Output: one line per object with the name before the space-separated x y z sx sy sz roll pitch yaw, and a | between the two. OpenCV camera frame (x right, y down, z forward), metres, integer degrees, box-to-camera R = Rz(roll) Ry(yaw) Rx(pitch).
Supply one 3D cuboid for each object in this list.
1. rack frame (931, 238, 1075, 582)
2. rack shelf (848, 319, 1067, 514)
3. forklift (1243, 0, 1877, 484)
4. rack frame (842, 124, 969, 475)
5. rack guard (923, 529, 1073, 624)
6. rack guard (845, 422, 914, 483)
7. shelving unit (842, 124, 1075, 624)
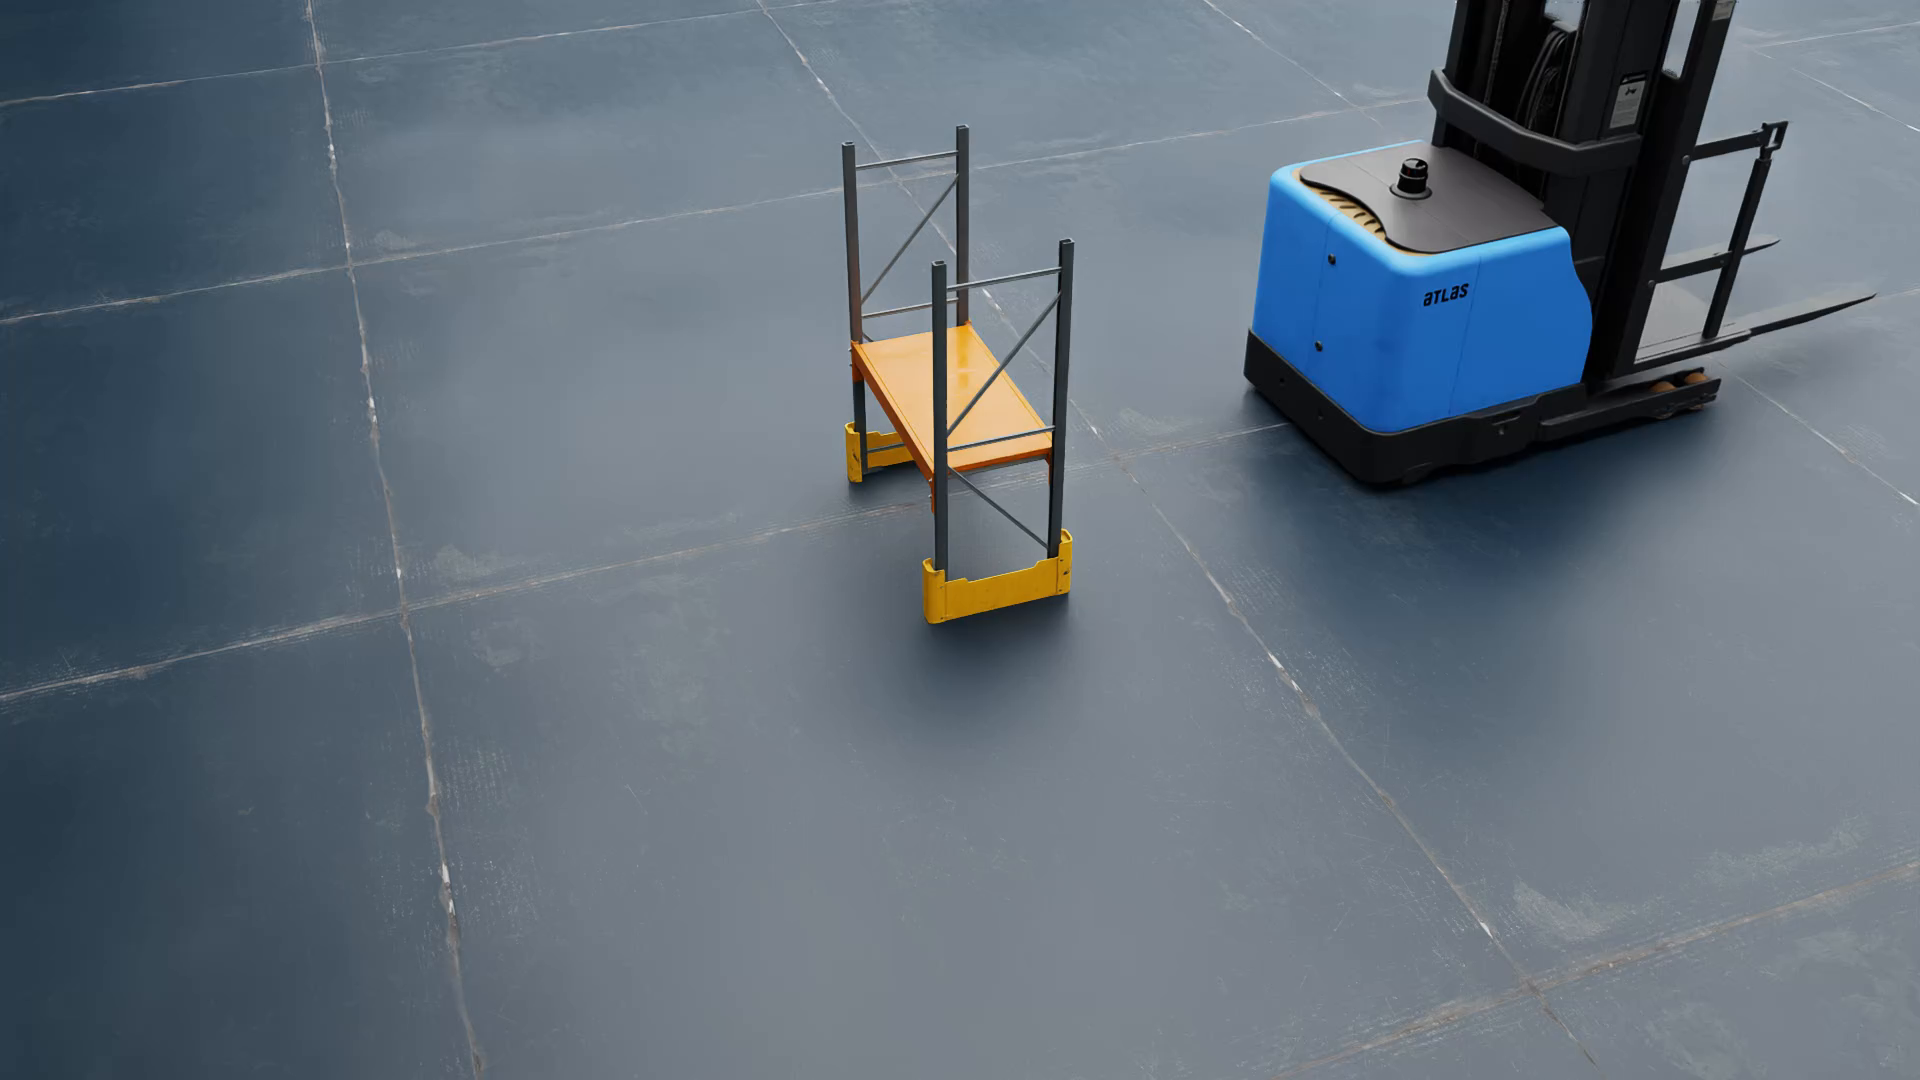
rack frame | 0.146 -0.360 5.981 0.500 1.500 0.032 -12 39 -16
rack shelf | -0.029 -0.504 6.471 0.538 0.185 1.000 -12 39 -16
forklift | 2.866 -1.988 6.953 3.031 2.935 1.130 -15 39 -19
rack frame | -0.204 -0.934 6.744 0.500 1.500 0.032 -12 39 -16
rack guard | 0.145 0.138 6.358 0.587 0.250 0.087 -12 39 -16
rack guard | -0.198 -0.424 7.105 0.587 0.250 0.087 -12 39 -16
shelving unit | -0.026 -0.642 6.356 0.587 1.500 1.083 -12 39 -16
